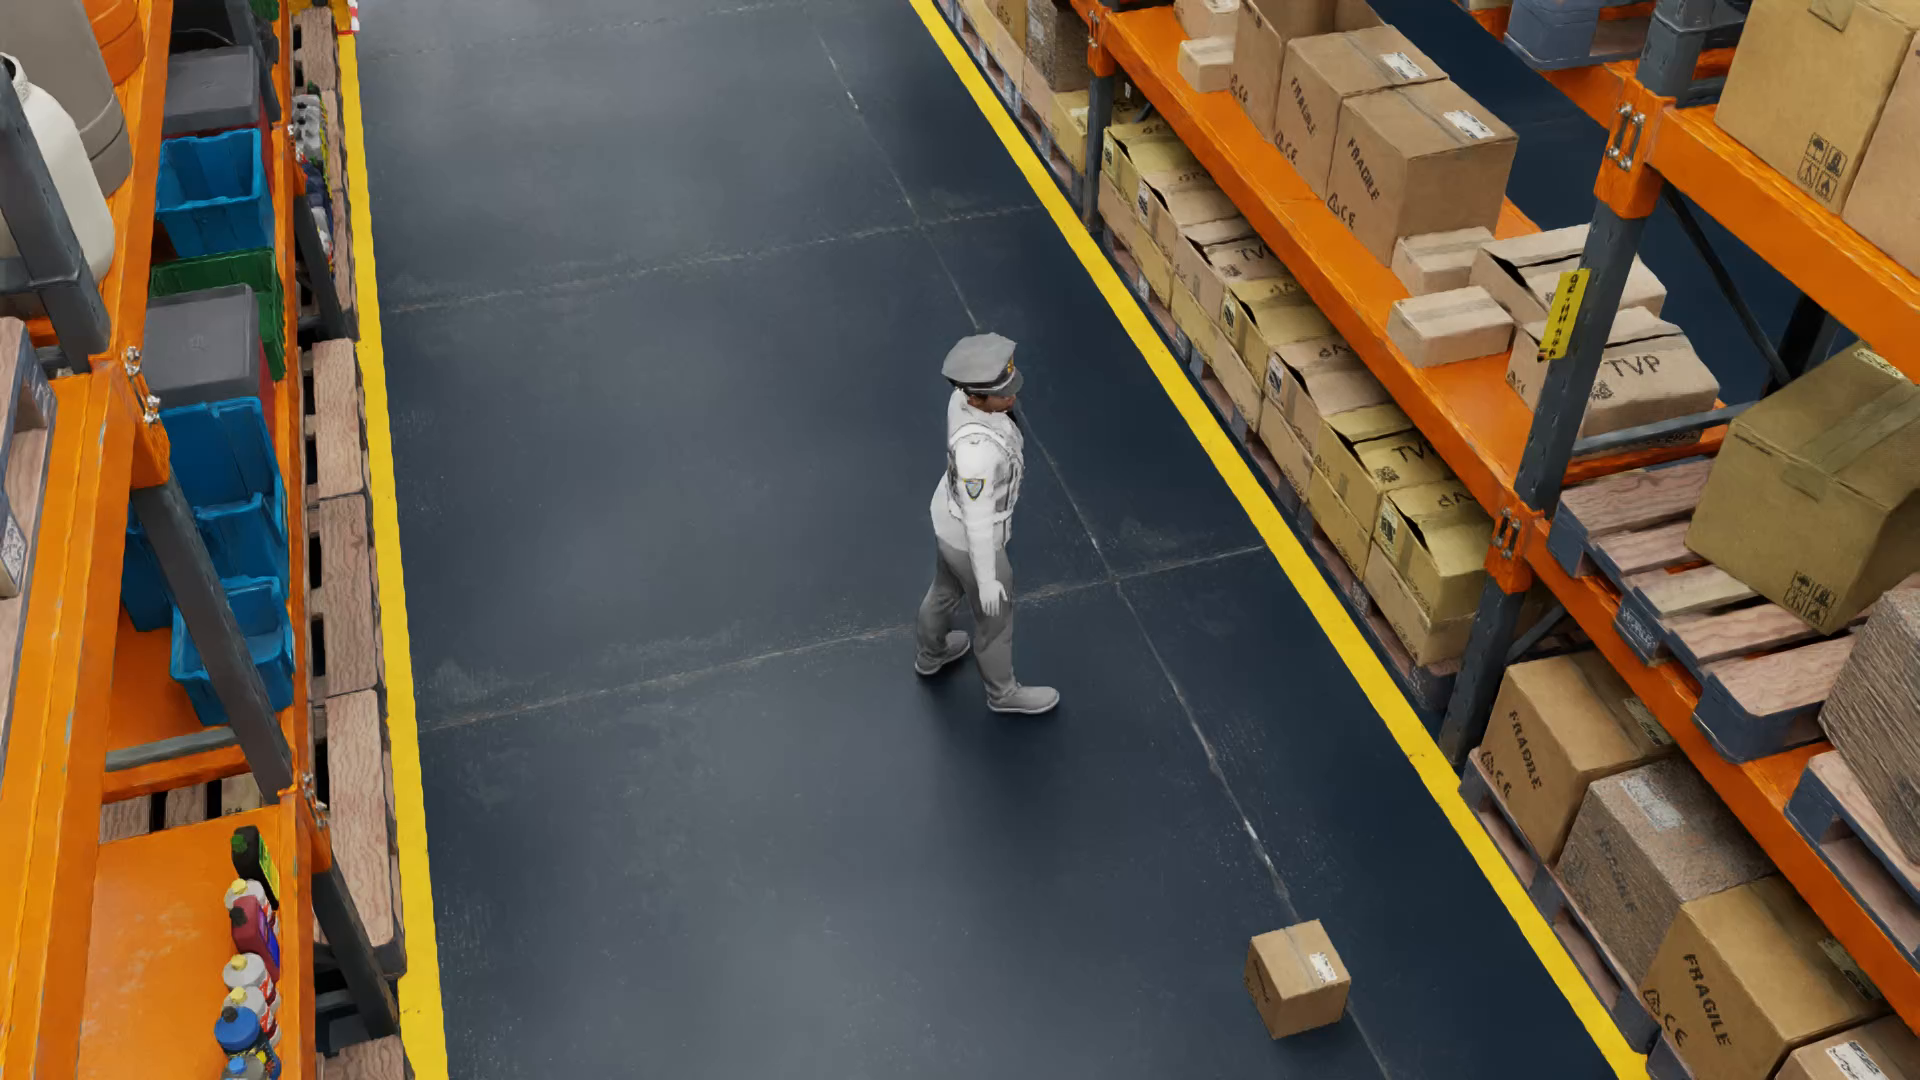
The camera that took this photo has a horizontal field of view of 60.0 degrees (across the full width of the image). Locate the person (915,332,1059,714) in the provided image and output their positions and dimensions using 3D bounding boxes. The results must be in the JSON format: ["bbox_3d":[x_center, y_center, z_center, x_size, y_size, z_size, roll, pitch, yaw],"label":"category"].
[{"bbox_3d":[0.107,-0.020,6.137,0.553,1.668,0.601,-5,43,-5],"label":"person"}]
